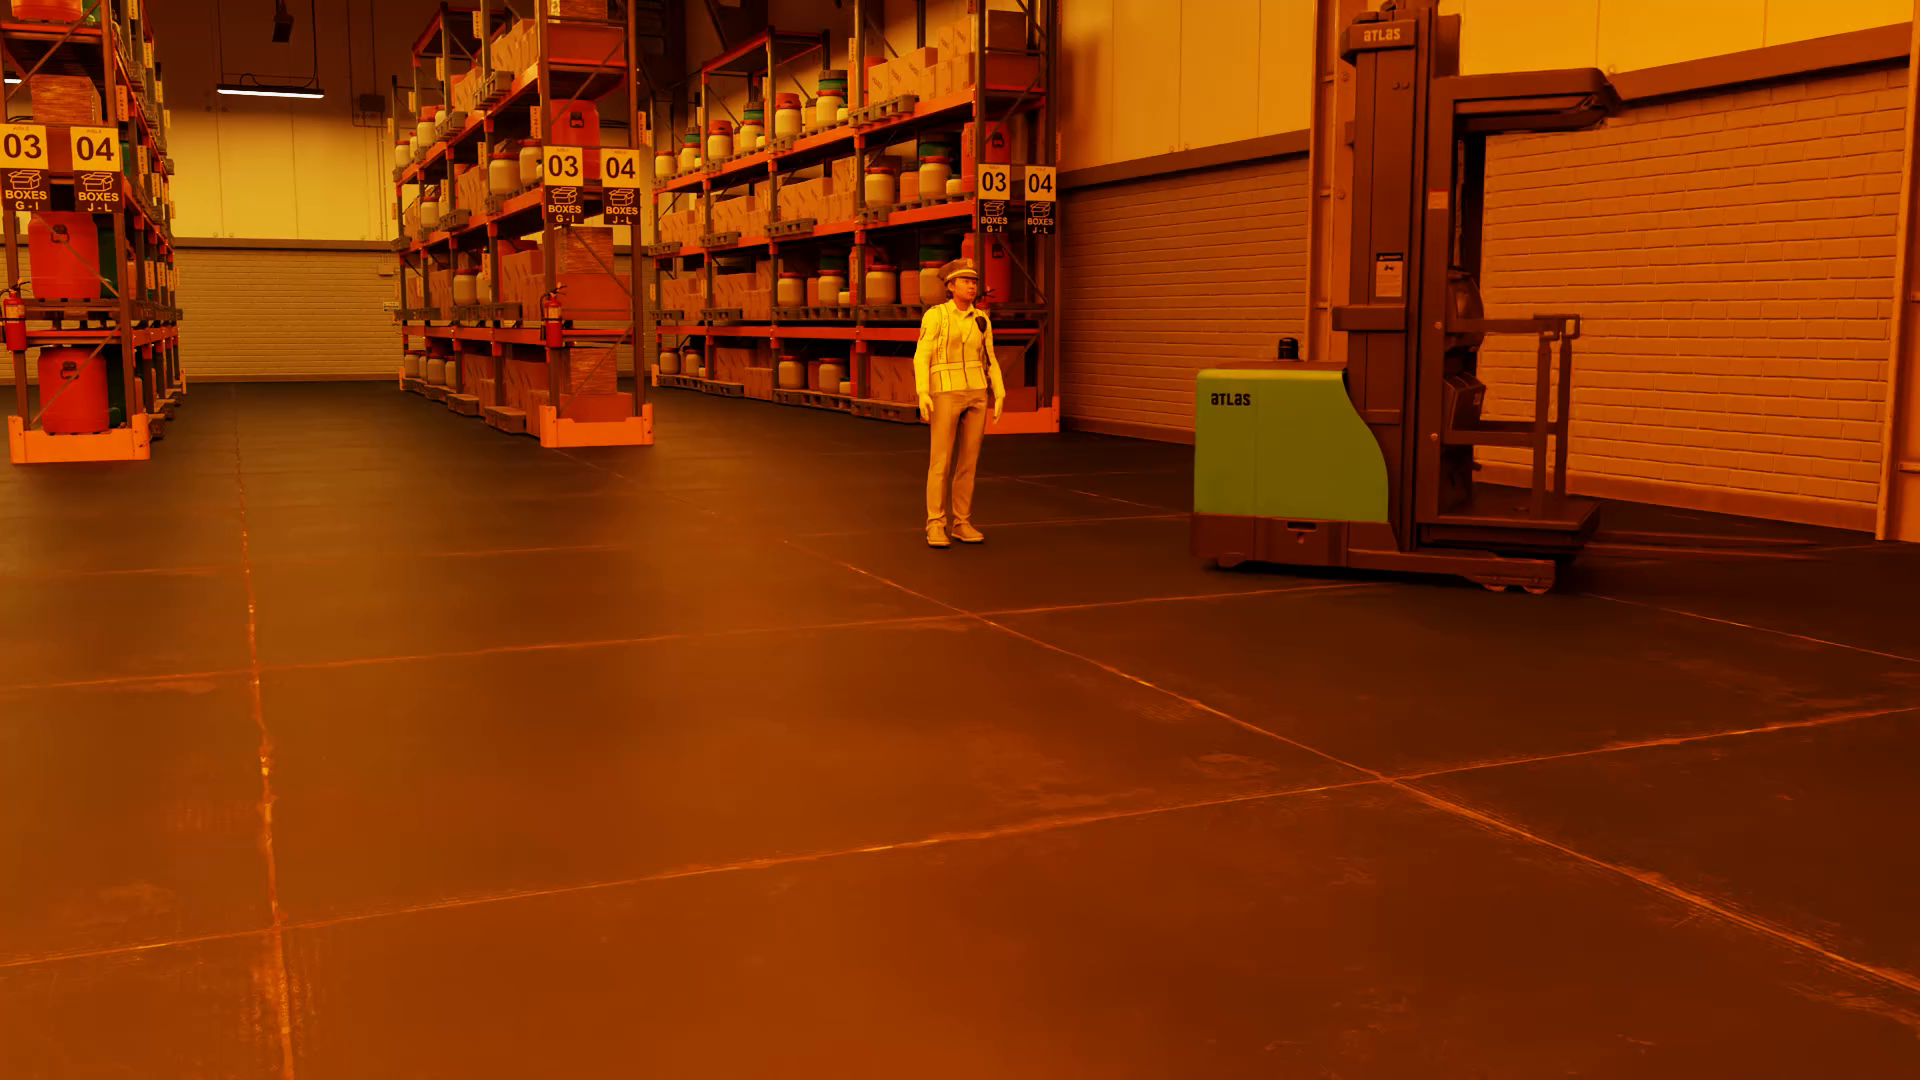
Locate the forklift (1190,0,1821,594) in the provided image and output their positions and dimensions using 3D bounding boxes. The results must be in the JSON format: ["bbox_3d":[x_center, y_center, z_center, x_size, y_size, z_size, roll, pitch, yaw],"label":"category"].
[{"bbox_3d":[2.798,-1.267,8.550,3.031,2.935,1.130,4,8,25],"label":"forklift"}]

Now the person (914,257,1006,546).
[{"bbox_3d":[0.021,-0.839,9.979,0.588,1.696,0.533,-3,8,-23],"label":"person"}]
